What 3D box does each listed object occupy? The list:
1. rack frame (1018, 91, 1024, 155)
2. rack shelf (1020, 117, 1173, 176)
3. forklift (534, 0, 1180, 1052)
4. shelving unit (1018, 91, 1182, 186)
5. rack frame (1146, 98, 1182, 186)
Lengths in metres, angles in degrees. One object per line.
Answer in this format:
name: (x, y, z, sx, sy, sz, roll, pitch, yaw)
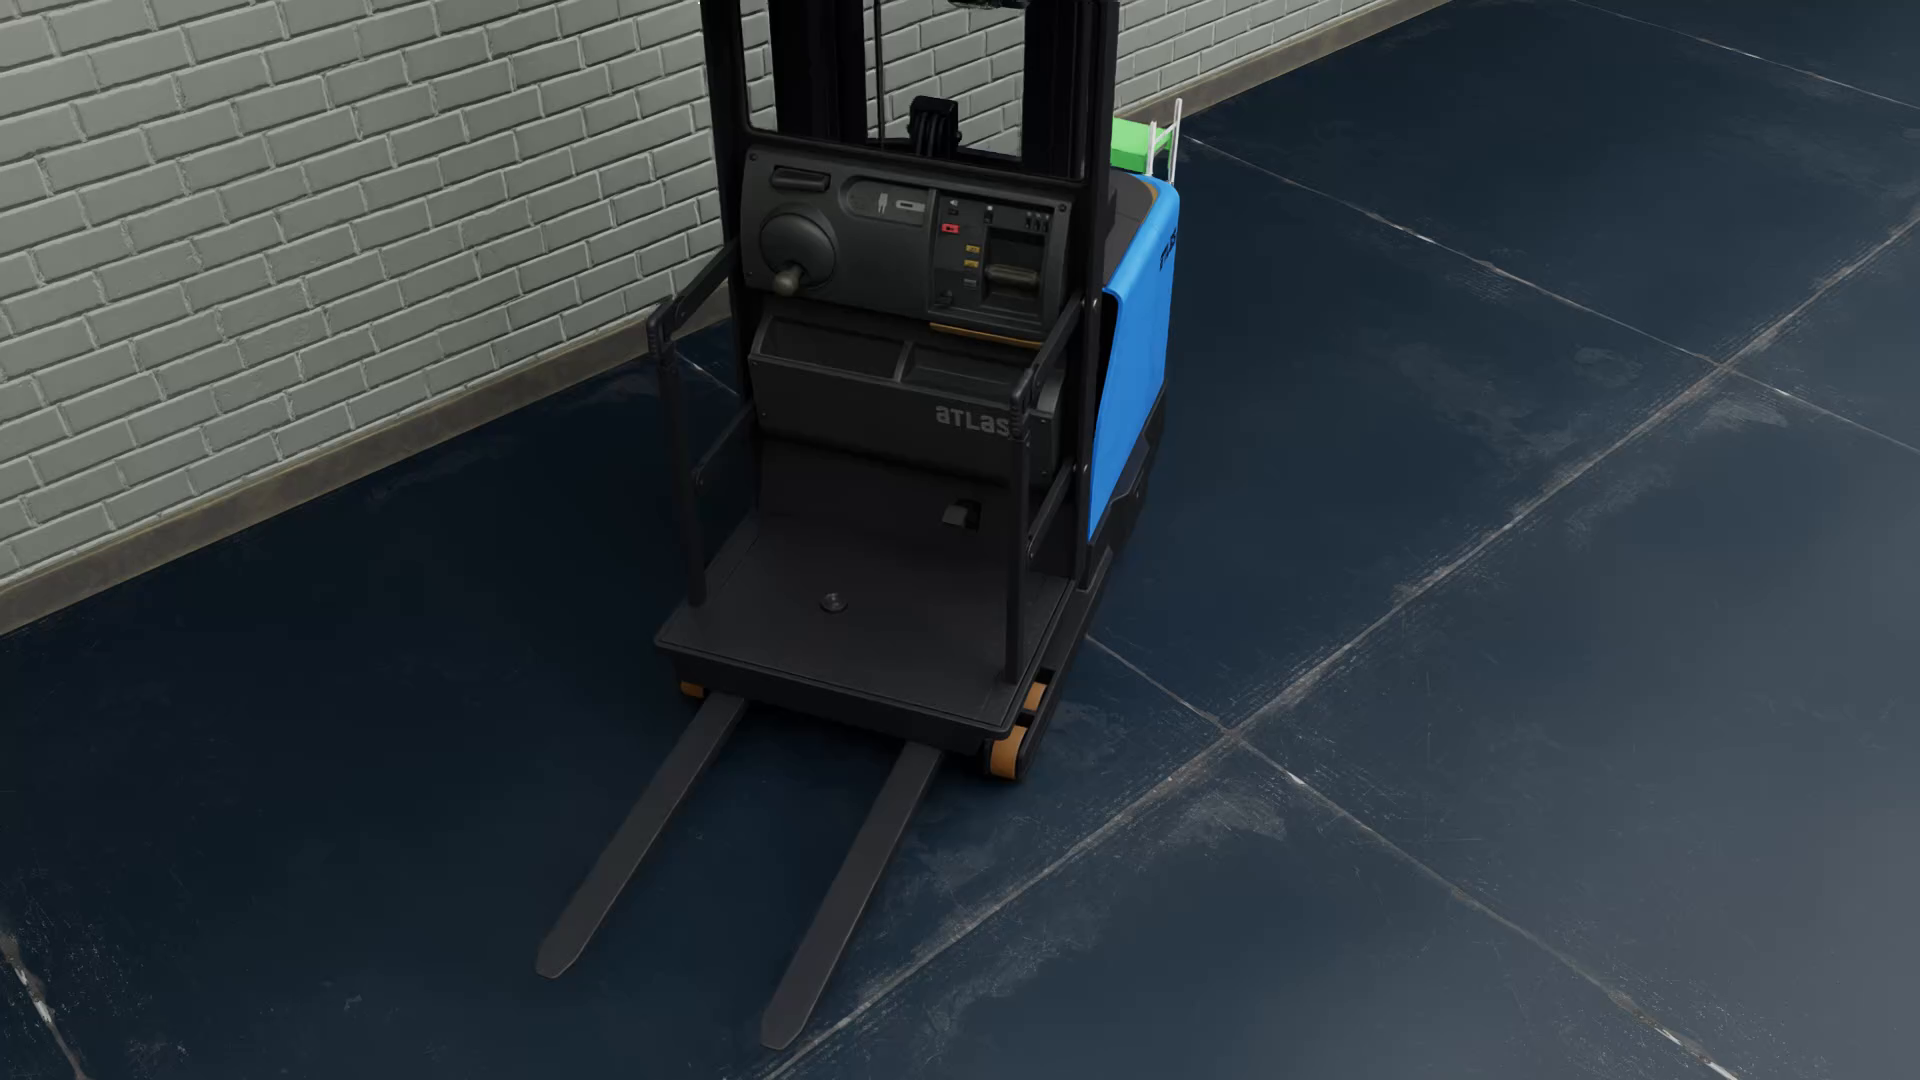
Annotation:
rack frame: (0.262, -1.125, 6.181, 0.015, 1.200, 0.240, 19, 41, 22)
rack shelf: (0.482, -1.382, 5.837, 0.480, 0.148, 0.258, 19, 41, 22)
forklift: (-0.227, -0.731, 4.323, 1.130, 2.935, 3.031, 13, 41, 15)
shelving unit: (0.475, -1.051, 6.089, 0.503, 1.200, 0.258, 19, 41, 22)
rack frame: (0.689, -0.977, 5.997, 0.015, 1.200, 0.240, 19, 41, 22)
